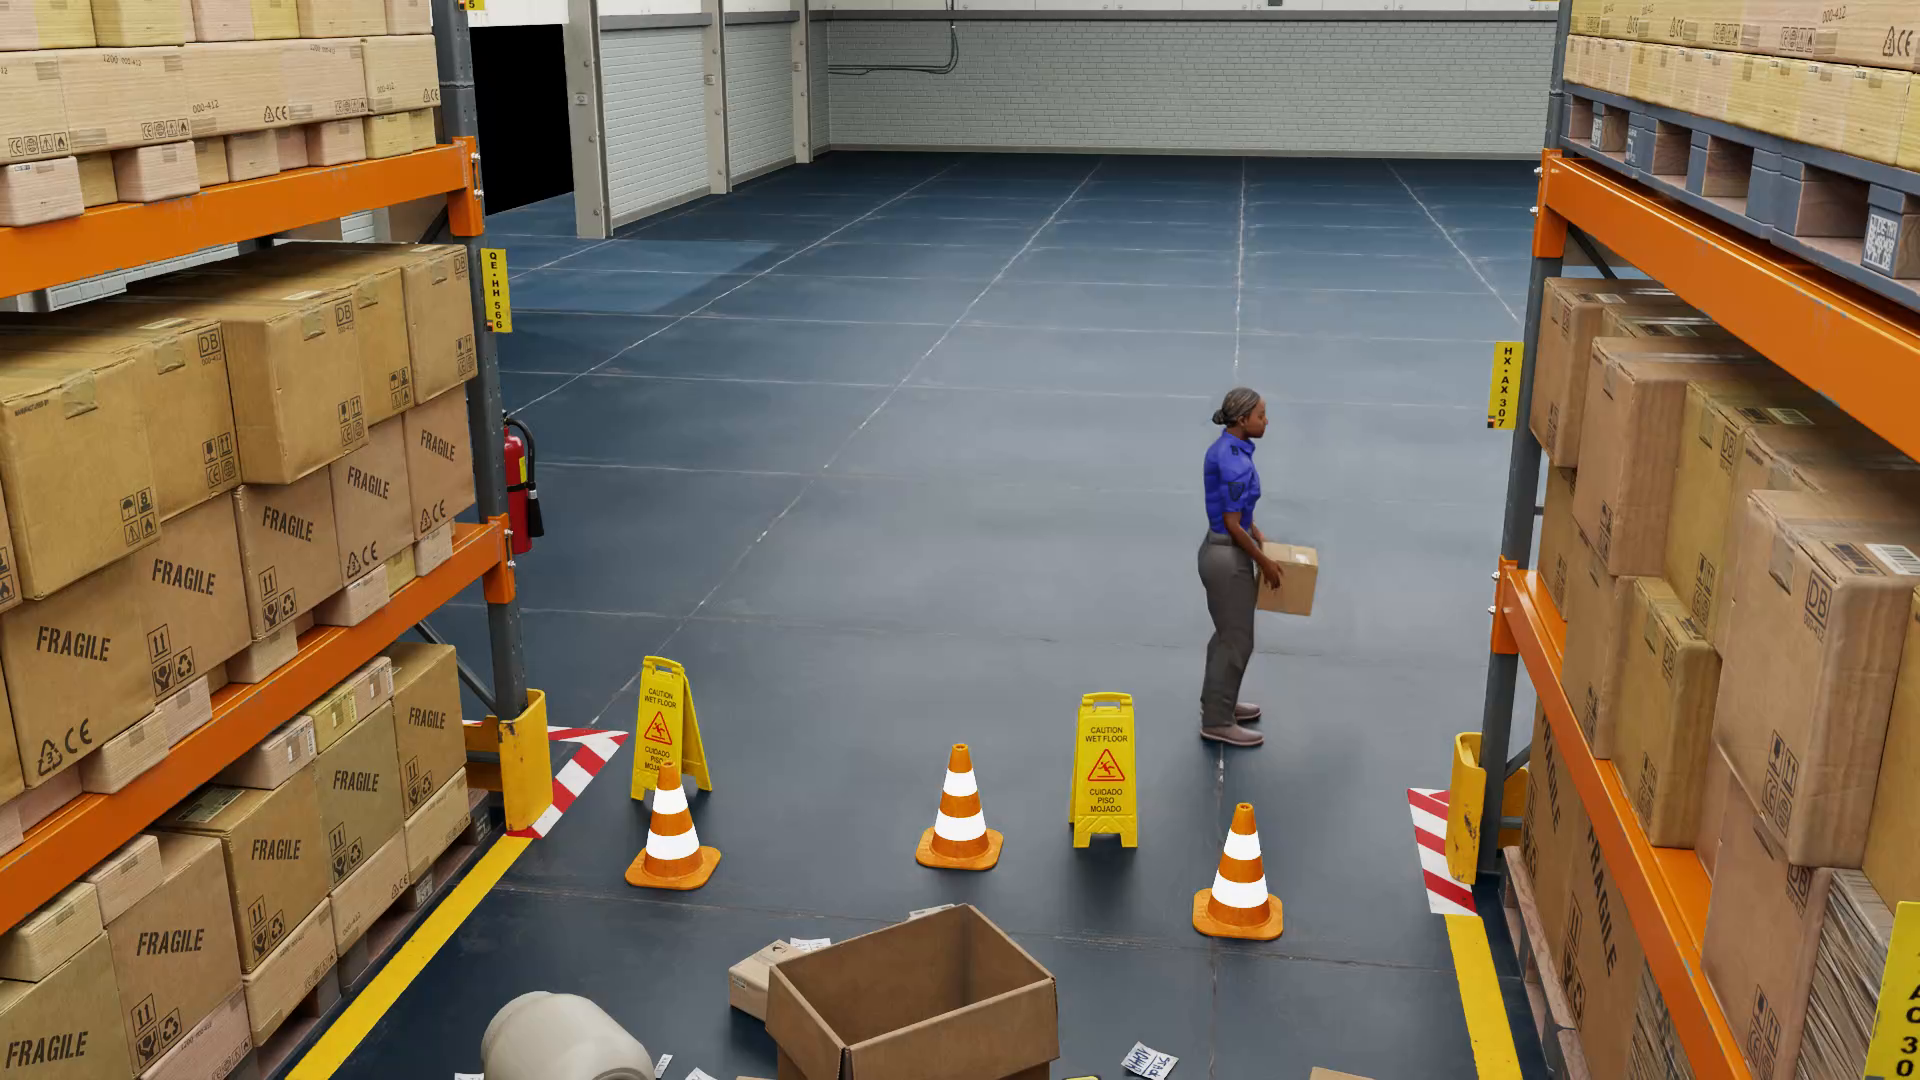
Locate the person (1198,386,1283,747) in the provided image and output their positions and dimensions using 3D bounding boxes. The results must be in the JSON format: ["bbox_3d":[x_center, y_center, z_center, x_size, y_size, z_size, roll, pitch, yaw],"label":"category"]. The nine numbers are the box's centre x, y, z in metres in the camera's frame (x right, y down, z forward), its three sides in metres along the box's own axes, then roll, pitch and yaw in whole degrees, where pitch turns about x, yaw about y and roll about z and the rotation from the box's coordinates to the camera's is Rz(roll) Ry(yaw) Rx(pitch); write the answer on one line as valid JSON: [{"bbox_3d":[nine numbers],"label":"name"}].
[{"bbox_3d":[1.302,0.104,7.730,0.391,1.662,0.481,3,18,8],"label":"person"}]
